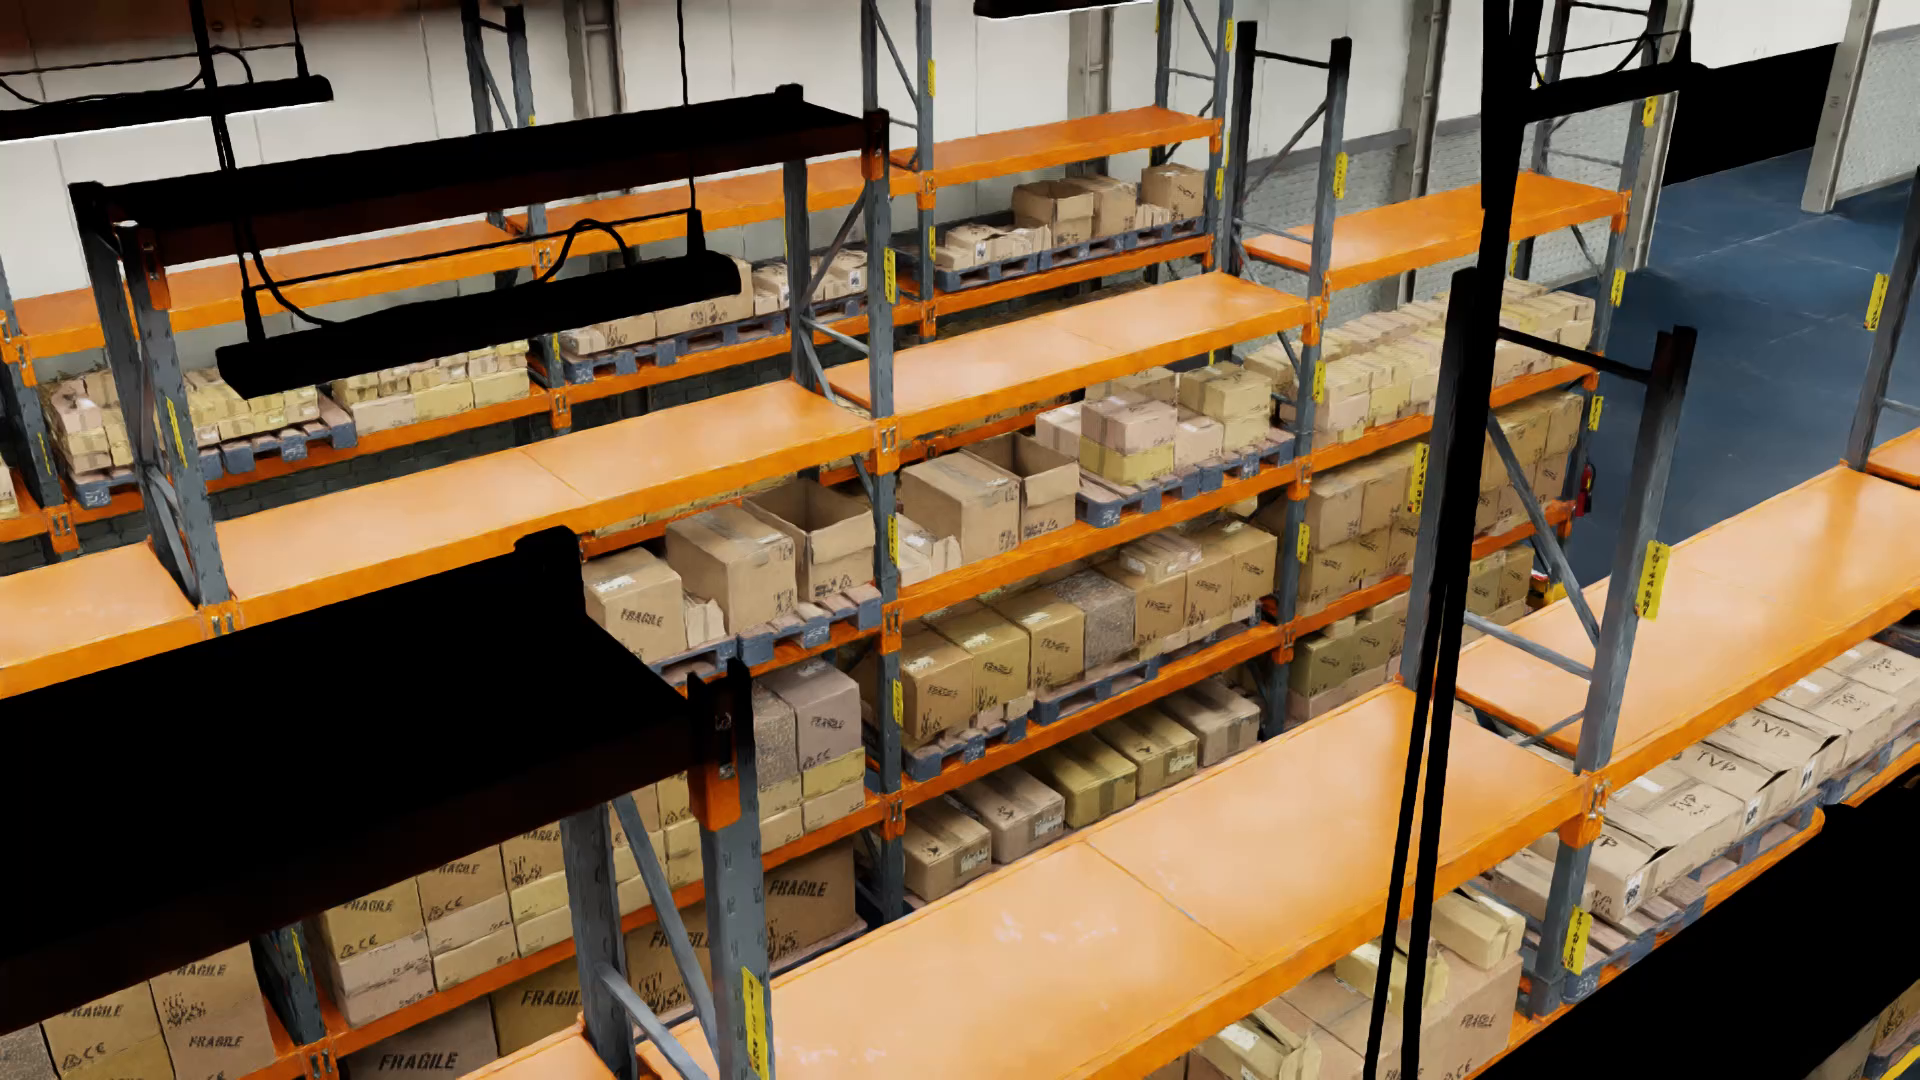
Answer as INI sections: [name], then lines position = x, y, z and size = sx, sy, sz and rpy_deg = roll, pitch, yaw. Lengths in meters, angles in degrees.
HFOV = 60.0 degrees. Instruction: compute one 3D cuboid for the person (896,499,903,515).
[person]
position = -0.580, 0.349, 15.559
size = 0.511, 1.592, 0.521
rpy_deg = -4, 26, -9
